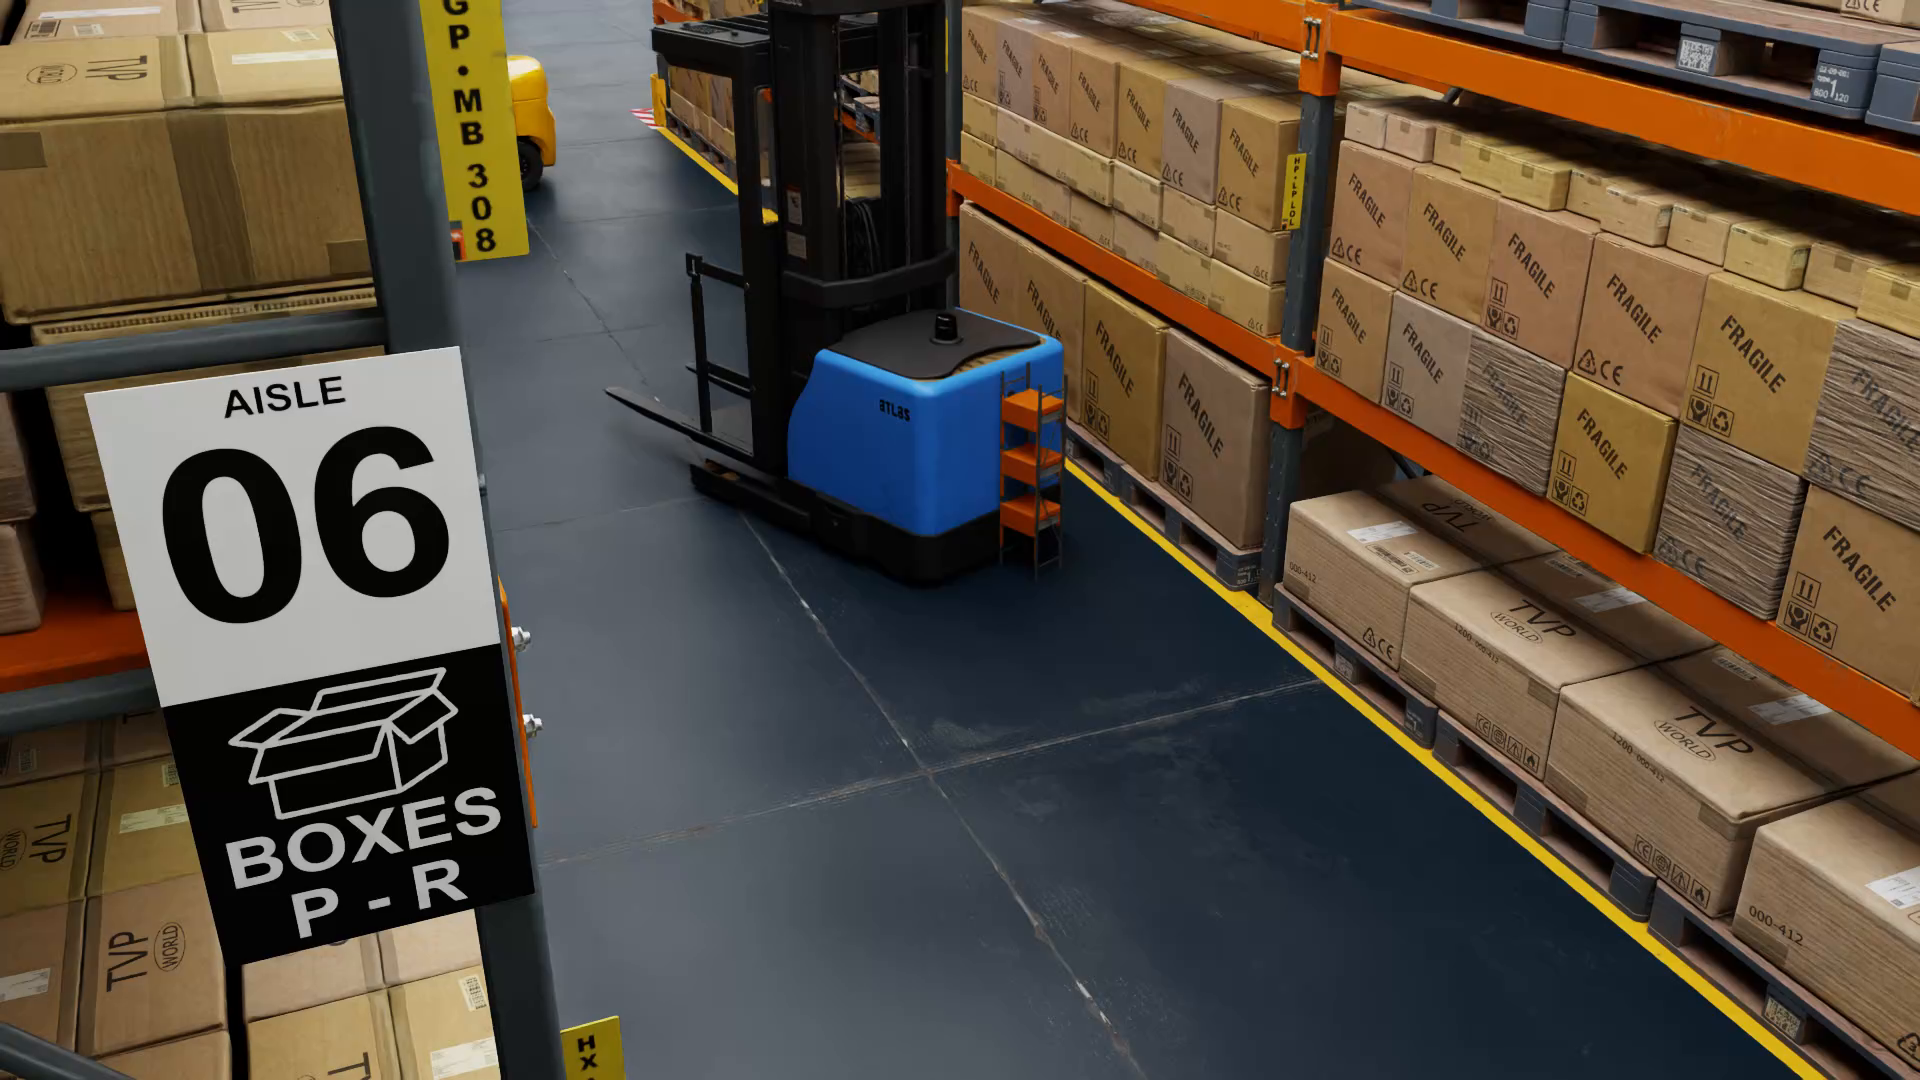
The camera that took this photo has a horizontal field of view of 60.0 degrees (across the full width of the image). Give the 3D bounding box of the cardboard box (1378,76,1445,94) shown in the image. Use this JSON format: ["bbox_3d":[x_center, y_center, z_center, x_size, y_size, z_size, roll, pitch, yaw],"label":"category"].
[{"bbox_3d":[4.022,-3.789,15.176,1.050,0.750,0.750,-11,28,-21],"label":"cardboard box"}]

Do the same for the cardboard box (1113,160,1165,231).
[{"bbox_3d":[1.132,-1.817,8.654,0.500,0.250,0.500,-10,28,-19],"label":"cardboard box"}]

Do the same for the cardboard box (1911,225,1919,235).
[{"bbox_3d":[3.186,-0.895,5.172,0.380,0.149,0.250,-10,28,-20],"label":"cardboard box"}]

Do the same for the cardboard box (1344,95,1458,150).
[{"bbox_3d":[1.824,-1.729,6.879,0.380,0.149,0.250,-11,28,-21],"label":"cardboard box"}]

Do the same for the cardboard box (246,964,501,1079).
[{"bbox_3d":[-0.990,1.058,2.995,0.500,0.250,0.500,-10,28,-20],"label":"cardboard box"}]

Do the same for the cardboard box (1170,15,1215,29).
[{"bbox_3d":[2.783,-5.099,17.718,0.875,0.875,0.875,-10,28,-20],"label":"cardboard box"}]

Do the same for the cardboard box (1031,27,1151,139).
[{"bbox_3d":[0.733,-2.573,9.347,0.500,0.500,0.500,-10,28,-19],"label":"cardboard box"}]

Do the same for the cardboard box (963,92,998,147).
[{"bbox_3d":[0.344,-2.640,10.340,0.500,0.250,0.500,-11,28,-21],"label":"cardboard box"}]

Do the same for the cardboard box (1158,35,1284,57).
[{"bbox_3d":[1.405,-2.447,9.090,0.500,0.500,0.500,-11,28,-21],"label":"cardboard box"}]

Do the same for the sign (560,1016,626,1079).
[{"bbox_3d":[-0.561,0.872,2.559,0.100,0.325,0.005,-11,28,-21],"label":"sign"}]

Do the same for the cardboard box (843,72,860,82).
[{"bbox_3d":[-0.652,-3.510,12.327,0.380,0.149,0.250,-12,28,-22],"label":"cardboard box"}]

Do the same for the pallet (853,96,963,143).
[{"bbox_3d":[-0.004,-2.913,11.516,1.213,0.211,1.003,-11,28,-21],"label":"pallet"}]

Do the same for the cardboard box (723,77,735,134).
[{"bbox_3d":[-1.873,-4.033,15.391,0.500,0.500,0.500,-10,28,-20],"label":"cardboard box"}]

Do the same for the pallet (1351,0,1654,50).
[{"bbox_3d":[2.250,-2.091,6.296,1.003,0.211,1.213,-11,28,-21],"label":"pallet"}]

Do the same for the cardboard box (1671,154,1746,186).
[{"bbox_3d":[2.795,-1.304,6.010,0.380,0.149,0.250,-11,28,-22],"label":"cardboard box"}]

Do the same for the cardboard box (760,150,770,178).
[{"bbox_3d":[-1.672,-3.490,15.135,0.500,0.250,0.500,-9,28,-18],"label":"cardboard box"}]

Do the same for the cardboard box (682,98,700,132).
[{"bbox_3d":[-2.506,-4.332,16.859,0.500,0.250,0.500,-10,28,-19],"label":"cardboard box"}]

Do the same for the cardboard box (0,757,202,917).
[{"bbox_3d":[-1.875,0.739,3.650,0.500,0.250,0.500,-10,28,-19],"label":"cardboard box"}]

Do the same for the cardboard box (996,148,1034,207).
[{"bbox_3d":[0.550,-2.217,10.044,0.500,0.250,0.500,-11,28,-22],"label":"cardboard box"}]

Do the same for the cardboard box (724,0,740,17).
[{"bbox_3d":[-1.804,-4.867,14.846,0.500,0.500,0.500,-10,28,-19],"label":"cardboard box"}]

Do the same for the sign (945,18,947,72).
[{"bbox_3d":[-0.123,-3.118,10.487,0.100,0.325,0.005,-11,28,-21],"label":"sign"}]

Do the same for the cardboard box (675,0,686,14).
[{"bbox_3d":[-2.619,-5.343,16.561,0.380,0.149,0.250,-10,28,-20],"label":"cardboard box"}]

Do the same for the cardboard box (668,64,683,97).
[{"bbox_3d":[-2.689,-4.867,17.100,0.500,0.500,0.500,-12,28,-22],"label":"cardboard box"}]

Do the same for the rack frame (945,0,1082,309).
[{"bbox_3d":[0.373,-2.730,10.922,1.000,3.000,0.127,-11,28,-21],"label":"rack frame"}]

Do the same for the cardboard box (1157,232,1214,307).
[{"bbox_3d":[1.333,-1.391,8.352,0.500,0.250,0.500,-11,28,-21],"label":"cardboard box"}]

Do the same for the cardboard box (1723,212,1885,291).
[{"bbox_3d":[2.631,-0.902,5.186,0.380,0.149,0.250,-10,28,-19],"label":"cardboard box"}]

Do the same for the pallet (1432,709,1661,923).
[{"bbox_3d":[2.647,0.952,6.560,1.003,0.211,1.213,-11,28,-21],"label":"pallet"}]

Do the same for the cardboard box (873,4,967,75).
[{"bbox_3d":[-0.273,-3.440,11.445,0.500,0.500,0.500,-11,28,-21],"label":"cardboard box"}]

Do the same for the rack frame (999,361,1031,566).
[{"bbox_3d":[0.273,-0.372,8.316,0.008,1.050,0.200,24,35,39],"label":"rack frame"}]

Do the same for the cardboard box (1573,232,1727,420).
[{"bbox_3d":[2.481,-0.758,5.630,0.500,0.500,0.500,-11,28,-21],"label":"cardboard box"}]

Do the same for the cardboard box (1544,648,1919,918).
[{"bbox_3d":[2.789,0.845,6.042,0.875,0.438,0.875,-10,28,-19],"label":"cardboard box"}]

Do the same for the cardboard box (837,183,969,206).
[{"bbox_3d":[-0.427,-2.571,13.114,0.950,0.372,0.625,-10,28,-19],"label":"cardboard box"}]

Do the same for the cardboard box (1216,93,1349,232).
[{"bbox_3d":[1.533,-1.747,7.655,0.500,0.500,0.500,-10,28,-19],"label":"cardboard box"}]

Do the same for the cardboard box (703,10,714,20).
[{"bbox_3d":[-2.207,-4.925,15.704,0.380,0.149,0.250,-10,28,-20],"label":"cardboard box"}]

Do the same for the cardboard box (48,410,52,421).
[{"bbox_3d":[-1.694,-0.288,2.788,0.380,0.149,0.250,-12,28,-22],"label":"cardboard box"}]

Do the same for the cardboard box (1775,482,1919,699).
[{"bbox_3d":[2.891,0.100,5.012,0.500,0.500,0.500,-11,28,-22],"label":"cardboard box"}]

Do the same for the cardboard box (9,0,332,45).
[{"bbox_3d":[-1.184,-0.716,2.640,0.500,0.250,0.500,-11,28,-21],"label":"cardboard box"}]

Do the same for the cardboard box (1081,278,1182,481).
[{"bbox_3d":[1.262,-0.949,9.218,0.875,0.875,0.875,-10,28,-19],"label":"cardboard box"}]

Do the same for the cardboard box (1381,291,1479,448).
[{"bbox_3d":[2.076,-0.722,6.695,0.500,0.500,0.500,-10,28,-20],"label":"cardboard box"}]

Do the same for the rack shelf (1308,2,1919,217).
[{"bbox_3d":[2.723,-1.332,5.461,1.077,0.370,4.000,-11,28,-21],"label":"rack shelf"}]

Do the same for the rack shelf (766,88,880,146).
[{"bbox_3d":[-0.410,-3.214,12.734,1.077,0.370,4.000,-11,28,-21],"label":"rack shelf"}]

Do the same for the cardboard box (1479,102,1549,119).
[{"bbox_3d":[2.356,-1.706,6.833,0.380,0.149,0.250,-10,28,-19],"label":"cardboard box"}]

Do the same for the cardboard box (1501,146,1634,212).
[{"bbox_3d":[2.197,-1.309,6.019,0.380,0.149,0.250,-11,28,-22],"label":"cardboard box"}]

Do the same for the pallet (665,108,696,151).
[{"bbox_3d":[-2.445,-4.342,17.402,1.003,0.211,1.213,-11,28,-21],"label":"pallet"}]

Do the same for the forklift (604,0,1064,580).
[{"bbox_3d":[-0.858,-1.666,8.822,3.031,2.935,1.130,24,35,39],"label":"forklift"}]

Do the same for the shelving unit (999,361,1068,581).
[{"bbox_3d":[0.359,-0.334,8.238,0.252,1.050,0.215,24,35,39],"label":"shelving unit"}]
